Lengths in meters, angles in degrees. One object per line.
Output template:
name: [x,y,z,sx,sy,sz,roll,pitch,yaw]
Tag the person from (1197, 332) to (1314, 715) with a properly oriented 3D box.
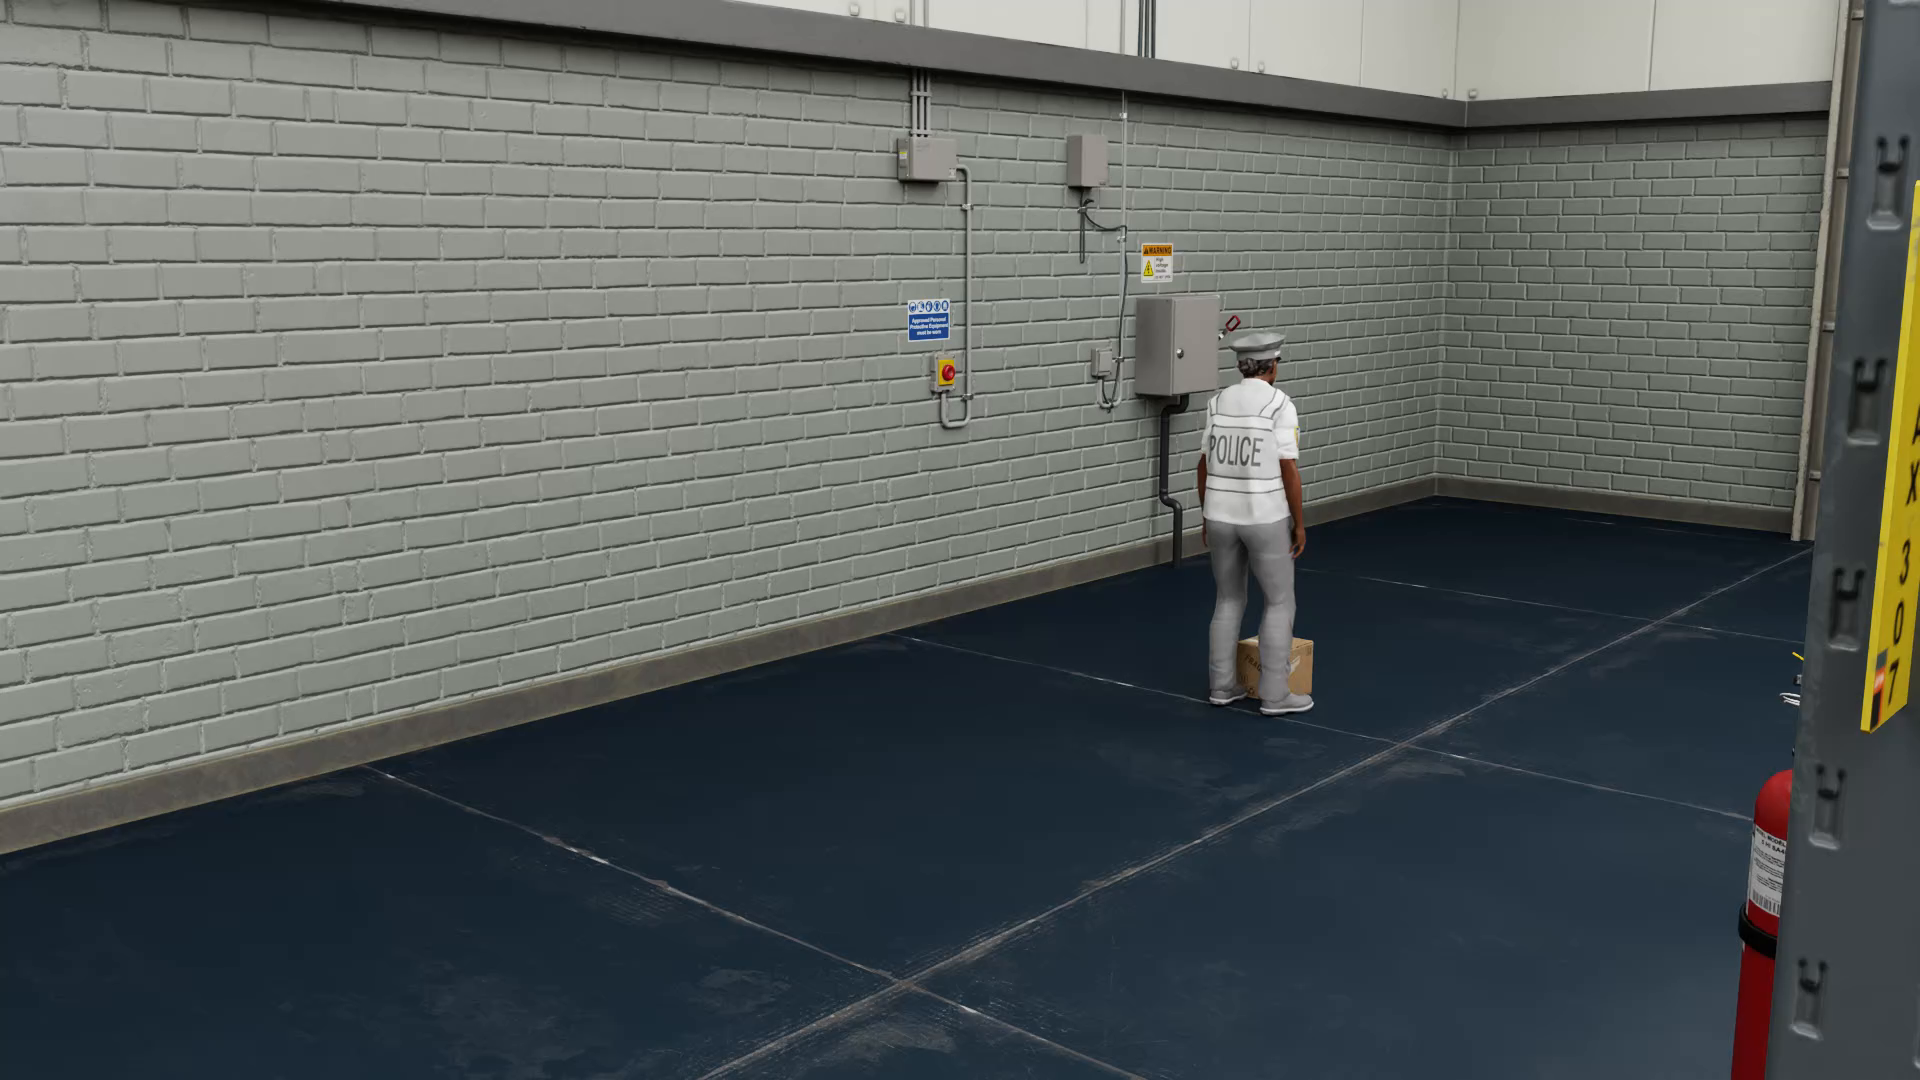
person: [1.293,-0.073,7.317,0.528,1.659,0.398,8,13,37]
